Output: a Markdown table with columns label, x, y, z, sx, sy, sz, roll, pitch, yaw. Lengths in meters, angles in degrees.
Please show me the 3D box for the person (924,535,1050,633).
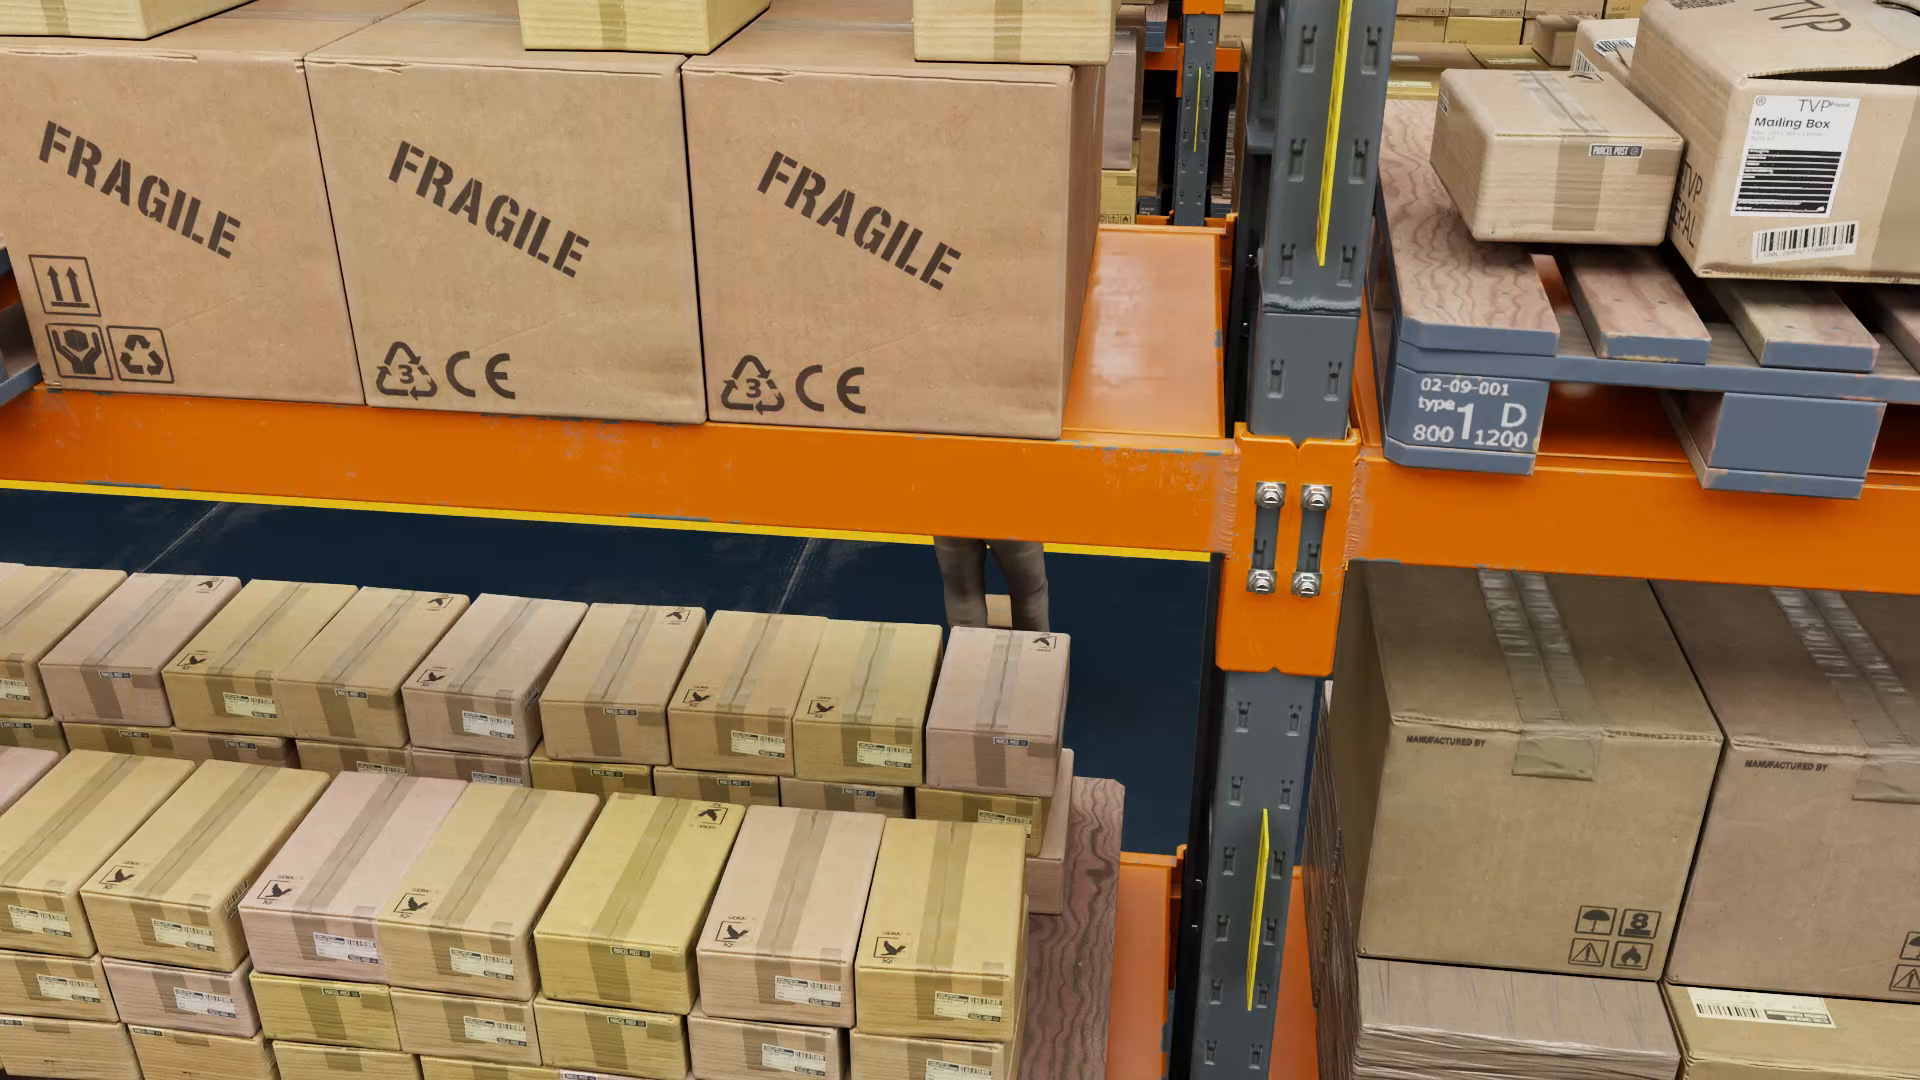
| label | x | y | z | sx | sy | sz | roll | pitch | yaw |
| --- | --- | --- | --- | --- | --- | --- | --- | --- | --- |
| person | 0.111 | -0.165 | 6.428 | 0.640 | 1.728 | 0.550 | 3 | 28 | 6 |
